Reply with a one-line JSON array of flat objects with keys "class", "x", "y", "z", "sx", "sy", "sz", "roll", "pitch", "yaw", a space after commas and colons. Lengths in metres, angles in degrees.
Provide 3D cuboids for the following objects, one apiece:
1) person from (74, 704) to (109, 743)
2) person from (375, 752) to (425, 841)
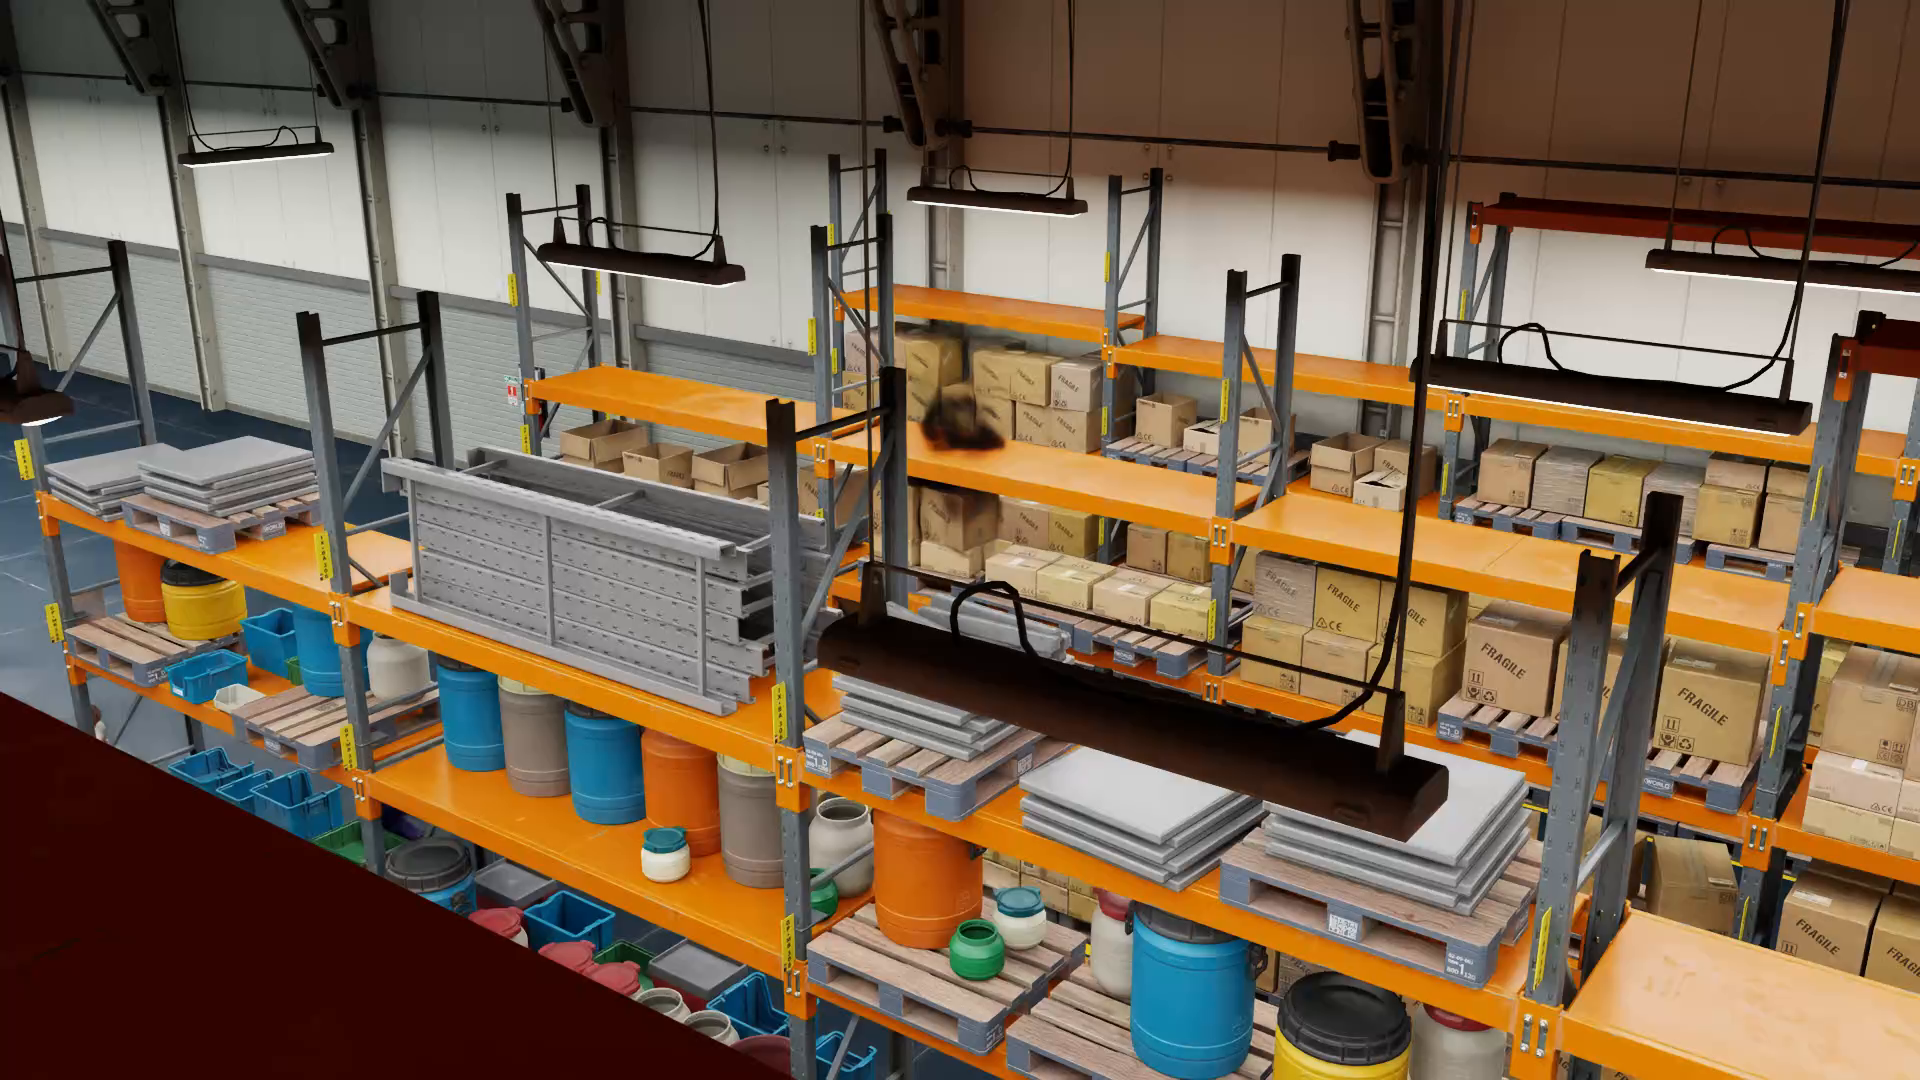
[{"class": "person", "x": -8.151, "y": 2.314, "z": 15.778, "sx": 0.876, "sy": 1.472, "sz": 0.592, "roll": -6, "pitch": 19, "yaw": -16}, {"class": "person", "x": -5.284, "y": 2.393, "z": 15.461, "sx": 0.551, "sy": 1.593, "sz": 0.607, "roll": 9, "pitch": 20, "yaw": 25}]
